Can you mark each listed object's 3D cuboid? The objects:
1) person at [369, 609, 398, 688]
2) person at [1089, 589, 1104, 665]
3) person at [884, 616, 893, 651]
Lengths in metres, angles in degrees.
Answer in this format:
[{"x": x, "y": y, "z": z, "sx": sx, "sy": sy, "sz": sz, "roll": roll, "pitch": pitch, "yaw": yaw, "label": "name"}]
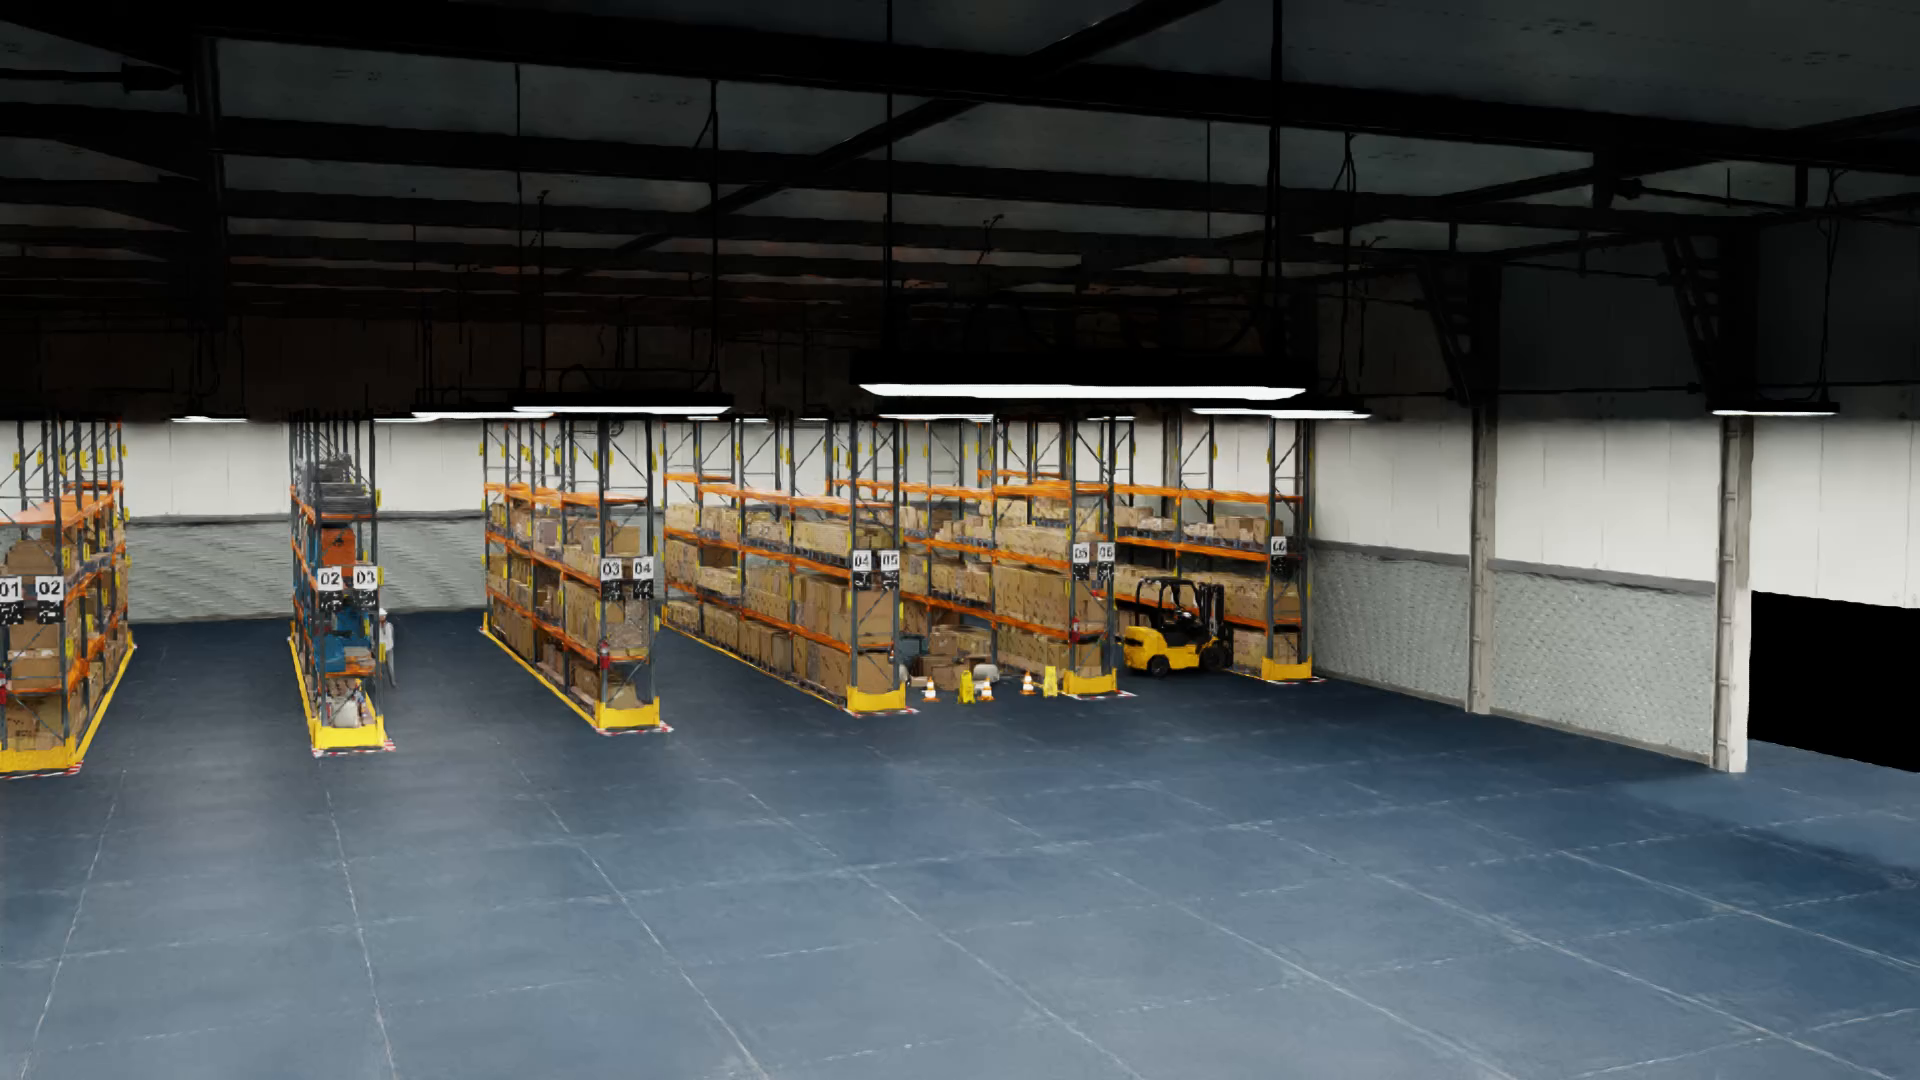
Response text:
[{"x": -12.505, "y": 2.338, "z": 35.974, "sx": 0.538, "sy": 1.715, "sz": 1.026, "roll": -2, "pitch": 5, "yaw": -31, "label": "person"}, {"x": 3.134, "y": 2.054, "z": 39.424, "sx": 0.577, "sy": 1.785, "sz": 0.655, "roll": 1, "pitch": 4, "yaw": 8, "label": "person"}, {"x": -1.841, "y": 1.983, "z": 41.849, "sx": 0.532, "sy": 1.588, "sz": 0.535, "roll": 0, "pitch": 4, "yaw": 2, "label": "person"}]
